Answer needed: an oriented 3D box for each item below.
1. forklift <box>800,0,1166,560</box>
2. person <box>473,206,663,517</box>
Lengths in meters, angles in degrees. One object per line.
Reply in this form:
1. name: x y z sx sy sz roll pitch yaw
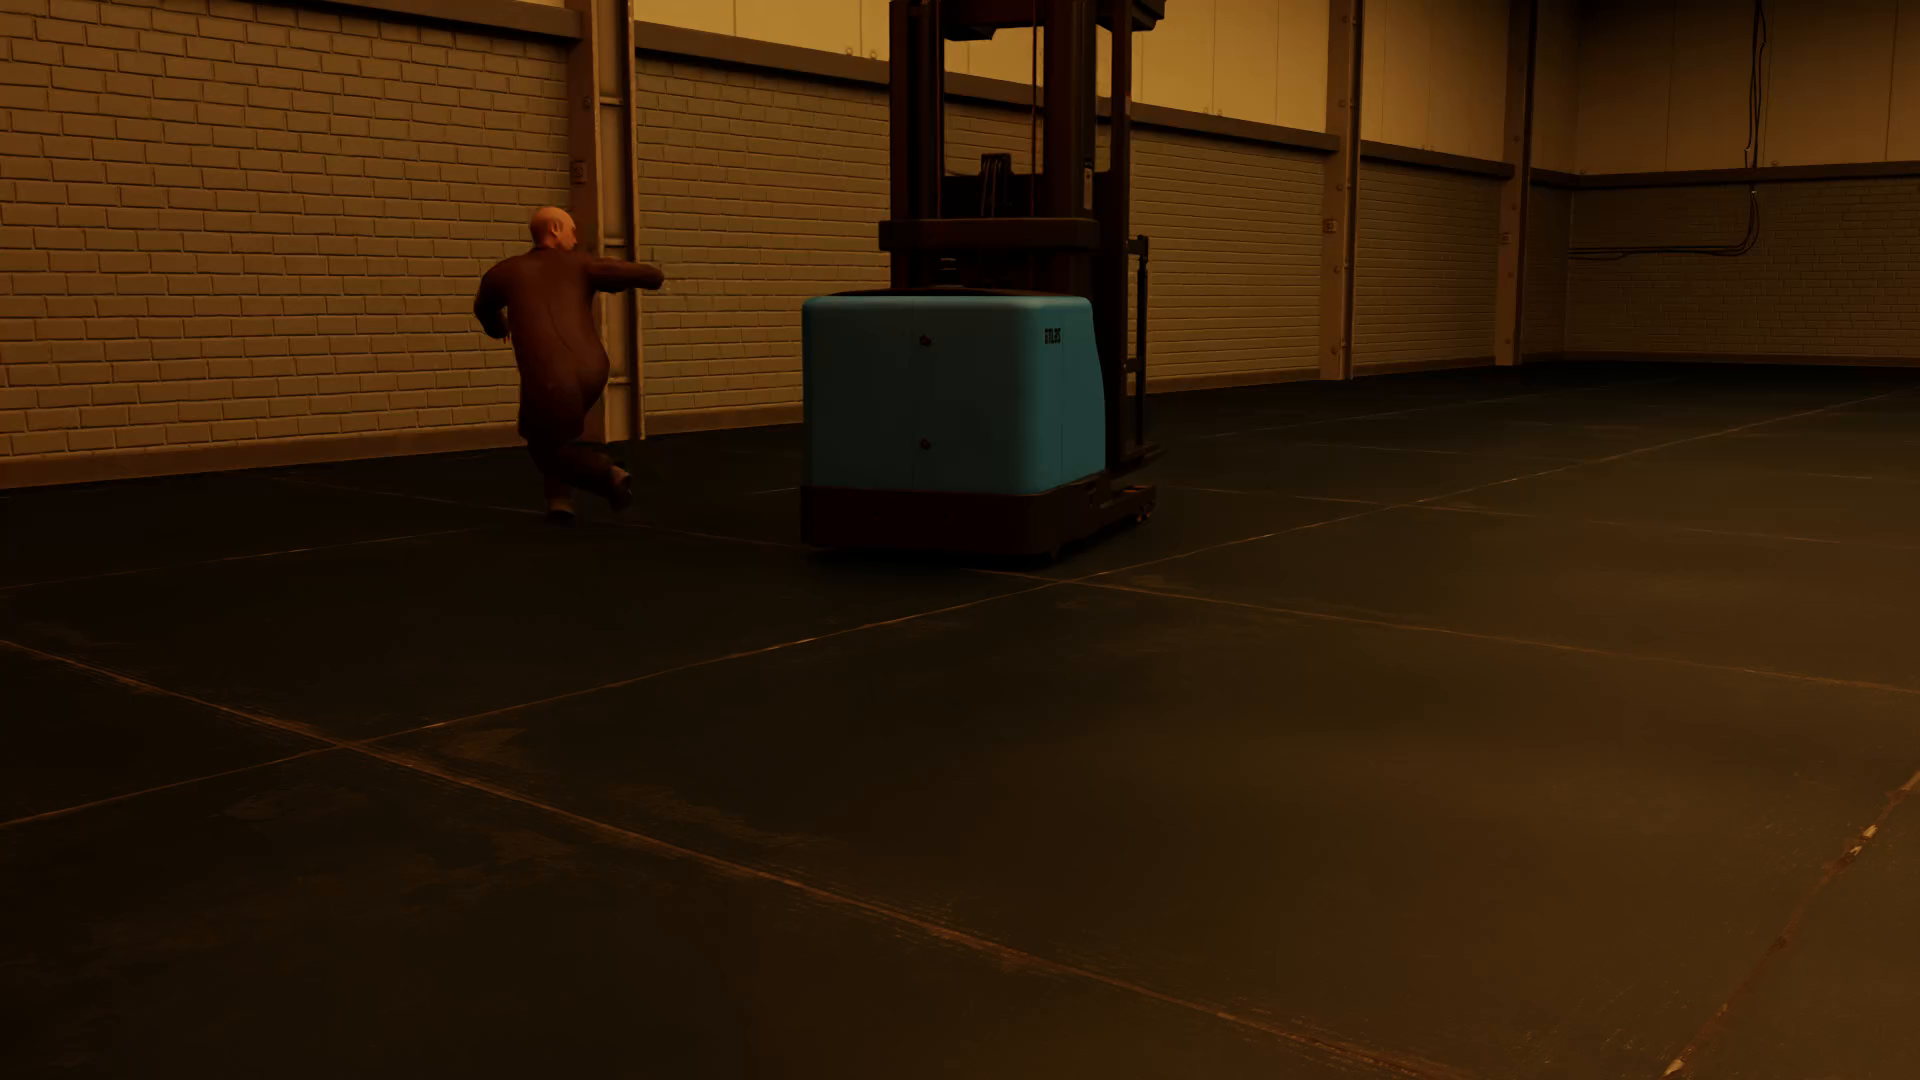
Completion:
1. forklift: 0.321 -1.545 7.843 1.130 2.935 3.031 3 9 20
2. person: -1.870 -0.843 8.081 0.875 1.512 1.185 -4 9 -27
